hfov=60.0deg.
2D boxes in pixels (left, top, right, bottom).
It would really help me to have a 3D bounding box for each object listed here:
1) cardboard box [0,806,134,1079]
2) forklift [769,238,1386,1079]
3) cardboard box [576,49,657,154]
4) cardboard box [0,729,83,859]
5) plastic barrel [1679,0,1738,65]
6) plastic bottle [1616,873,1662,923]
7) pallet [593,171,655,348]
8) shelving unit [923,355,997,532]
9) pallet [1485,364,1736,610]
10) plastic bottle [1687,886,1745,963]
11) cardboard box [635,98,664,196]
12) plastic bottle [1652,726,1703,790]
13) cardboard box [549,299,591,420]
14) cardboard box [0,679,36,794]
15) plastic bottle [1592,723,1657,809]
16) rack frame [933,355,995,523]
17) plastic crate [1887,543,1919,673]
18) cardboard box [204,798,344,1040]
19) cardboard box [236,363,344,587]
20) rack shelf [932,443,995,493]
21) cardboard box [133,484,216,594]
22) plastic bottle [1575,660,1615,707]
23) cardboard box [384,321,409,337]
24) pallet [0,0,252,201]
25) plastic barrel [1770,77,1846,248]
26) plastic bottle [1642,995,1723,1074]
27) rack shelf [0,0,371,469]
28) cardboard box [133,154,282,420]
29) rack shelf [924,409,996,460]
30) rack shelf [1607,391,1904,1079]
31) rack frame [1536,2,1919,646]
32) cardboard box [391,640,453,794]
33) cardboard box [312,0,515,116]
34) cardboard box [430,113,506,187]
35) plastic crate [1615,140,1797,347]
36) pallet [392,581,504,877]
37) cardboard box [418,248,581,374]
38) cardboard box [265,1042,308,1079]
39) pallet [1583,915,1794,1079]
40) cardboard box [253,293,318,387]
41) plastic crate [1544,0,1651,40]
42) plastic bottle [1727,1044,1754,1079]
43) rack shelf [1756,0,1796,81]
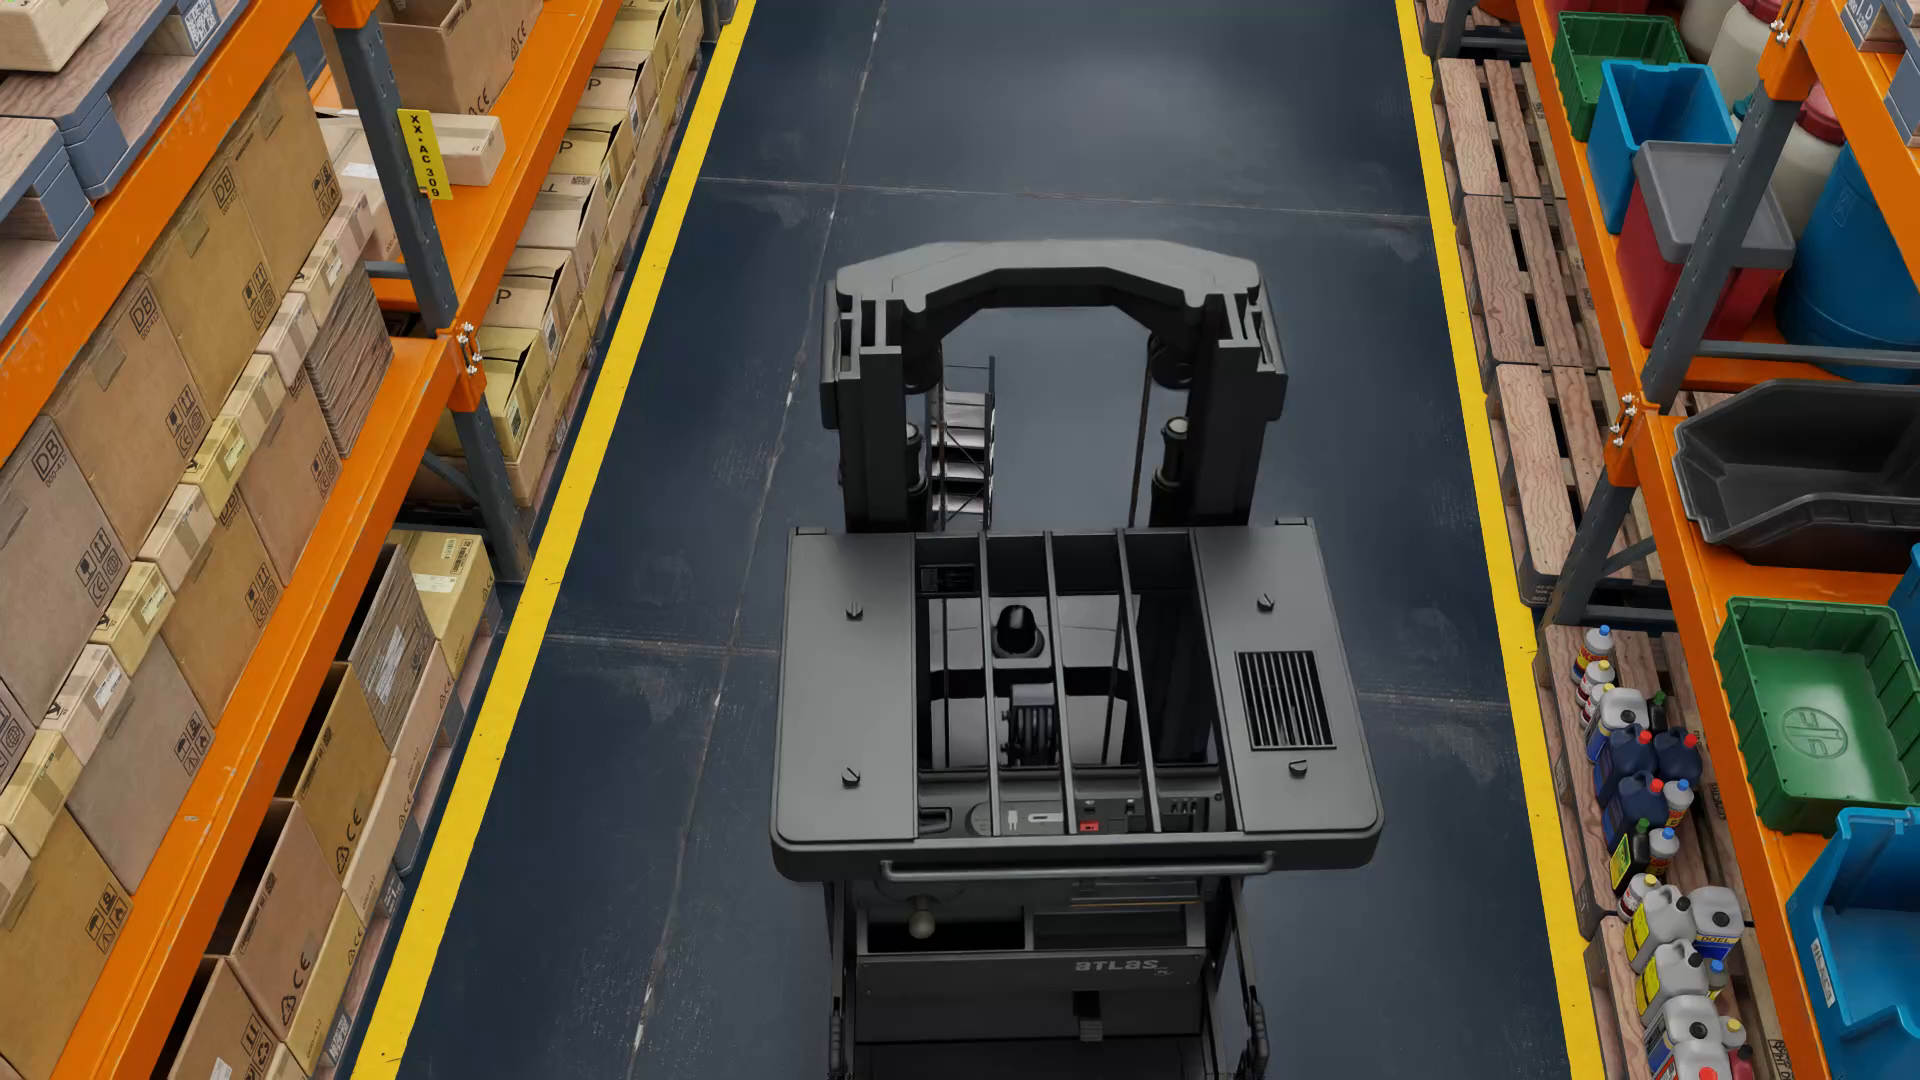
[{"bbox_3d":[-2.430,0.900,3.826,0.700,0.500,0.500,4,48,4],"label":"cardboard box"},{"bbox_3d":[0.197,0.880,3.959,1.130,2.935,3.031,-1,48,-1],"label":"forklift"},{"bbox_3d":[-1.743,-2.101,7.837,0.500,0.311,0.500,4,48,3],"label":"cardboard box"},{"bbox_3d":[-2.214,0.553,3.704,0.380,0.149,0.250,3,48,3],"label":"cardboard box"},{"bbox_3d":[3.129,-2.168,6.608,0.433,0.535,0.433,0,48,0],"label":"plastic barrel"},{"bbox_3d":[2.164,1.129,5.283,0.097,0.201,0.097,0,48,0],"label":"plastic bottle"},{"bbox_3d":[-2.078,-1.415,7.901,1.003,0.211,1.213,4,48,4],"label":"pallet"},{"bbox_3d":[0.001,-0.310,6.423,0.258,0.900,0.210,4,48,4],"label":"shelving unit"},{"bbox_3d":[2.750,-0.216,6.804,1.003,0.211,1.213,4,48,4],"label":"pallet"},{"bbox_3d":[2.325,1.202,5.166,0.152,0.276,0.135,4,48,4],"label":"plastic bottle"},{"bbox_3d":[-1.748,-1.915,8.047,0.500,0.250,0.500,5,48,4],"label":"cardboard box"},{"bbox_3d":[2.374,0.743,5.534,0.144,0.351,0.185,4,48,4],"label":"plastic bottle"},{"bbox_3d":[-1.883,-0.782,7.011,0.500,0.250,0.500,5,48,5],"label":"cardboard box"},{"bbox_3d":[-2.432,0.417,3.389,0.700,0.500,0.500,4,48,4],"label":"cardboard box"},{"bbox_3d":[2.231,0.734,5.543,0.144,0.351,0.185,5,48,5],"label":"plastic bottle"},{"bbox_3d":[0.010,-0.384,6.492,0.240,0.900,0.006,4,48,4],"label":"rack frame"},{"bbox_3d":[2.887,0.305,4.539,0.499,0.251,0.616,4,48,4],"label":"plastic crate"},{"bbox_3d":[-2.170,1.078,4.801,0.500,0.500,0.500,4,48,4],"label":"cardboard box"},{"bbox_3d":[-2.291,-0.232,4.862,0.700,0.500,0.500,3,48,3],"label":"cardboard box"},{"bbox_3d":[0.001,-0.287,6.448,0.258,0.077,0.200,4,48,4],"label":"rack shelf"},{"bbox_3d":[-2.144,-0.018,4.227,0.380,0.149,0.250,5,48,5],"label":"cardboard box"},{"bbox_3d":[2.243,0.498,5.860,0.097,0.201,0.097,0,48,0],"label":"plastic bottle"},{"bbox_3d":[-2.464,-0.633,6.495,0.500,0.311,0.500,4,48,4],"label":"cardboard box"},{"bbox_3d":[-2.267,-1.267,3.903,1.003,0.211,1.213,4,48,4],"label":"pallet"},{"bbox_3d":[3.023,-1.311,5.824,0.433,0.535,0.433,0,48,0],"label":"plastic barrel"},{"bbox_3d":[2.147,1.469,4.922,0.152,0.276,0.135,3,48,2],"label":"plastic bottle"},{"bbox_3d":[-2.397,-0.213,3.367,1.077,0.370,4.000,4,48,4],"label":"rack shelf"},{"bbox_3d":[-2.294,-0.687,4.398,0.700,0.500,0.500,4,48,3],"label":"cardboard box"},{"bbox_3d":[0.001,-0.409,6.315,0.258,0.077,0.200,4,48,4],"label":"rack shelf"},{"bbox_3d":[2.535,1.135,4.166,1.077,0.370,4.000,4,48,4],"label":"rack shelf"},{"bbox_3d":[2.717,-0.577,5.245,1.000,3.000,0.127,4,48,4],"label":"rack frame"},{"bbox_3d":[-2.095,0.596,5.751,0.500,0.250,0.500,4,48,4],"label":"cardboard box"},{"bbox_3d":[-2.081,-1.897,6.384,0.500,0.500,0.500,7,48,6],"label":"cardboard box"},{"bbox_3d":[-1.931,-1.465,6.228,0.380,0.149,0.250,4,48,4],"label":"cardboard box"},{"bbox_3d":[2.457,-0.975,5.566,0.402,0.464,0.583,4,48,4],"label":"plastic crate"},{"bbox_3d":[-2.329,0.610,6.049,1.003,0.211,1.213,4,48,4],"label":"pallet"},{"bbox_3d":[-1.878,-0.970,6.803,0.500,0.311,0.500,3,48,3],"label":"cardboard box"},{"bbox_3d":[-2.221,1.699,4.742,0.500,0.250,0.500,4,48,4],"label":"cardboard box"},{"bbox_3d":[2.506,1.754,5.003,1.003,0.211,1.213,4,48,4],"label":"pallet"},{"bbox_3d":[-2.072,-0.577,4.738,0.380,0.149,0.250,3,48,2],"label":"cardboard box"},{"bbox_3d":[2.630,-2.371,6.842,0.402,0.464,0.583,4,48,4],"label":"plastic crate"},{"bbox_3d":[2.240,1.575,4.819,0.061,0.283,0.133,4,48,4],"label":"plastic bottle"},{"bbox_3d":[2.900,-2.816,5.748,1.077,0.370,4.000,4,48,4],"label":"rack shelf"}]
